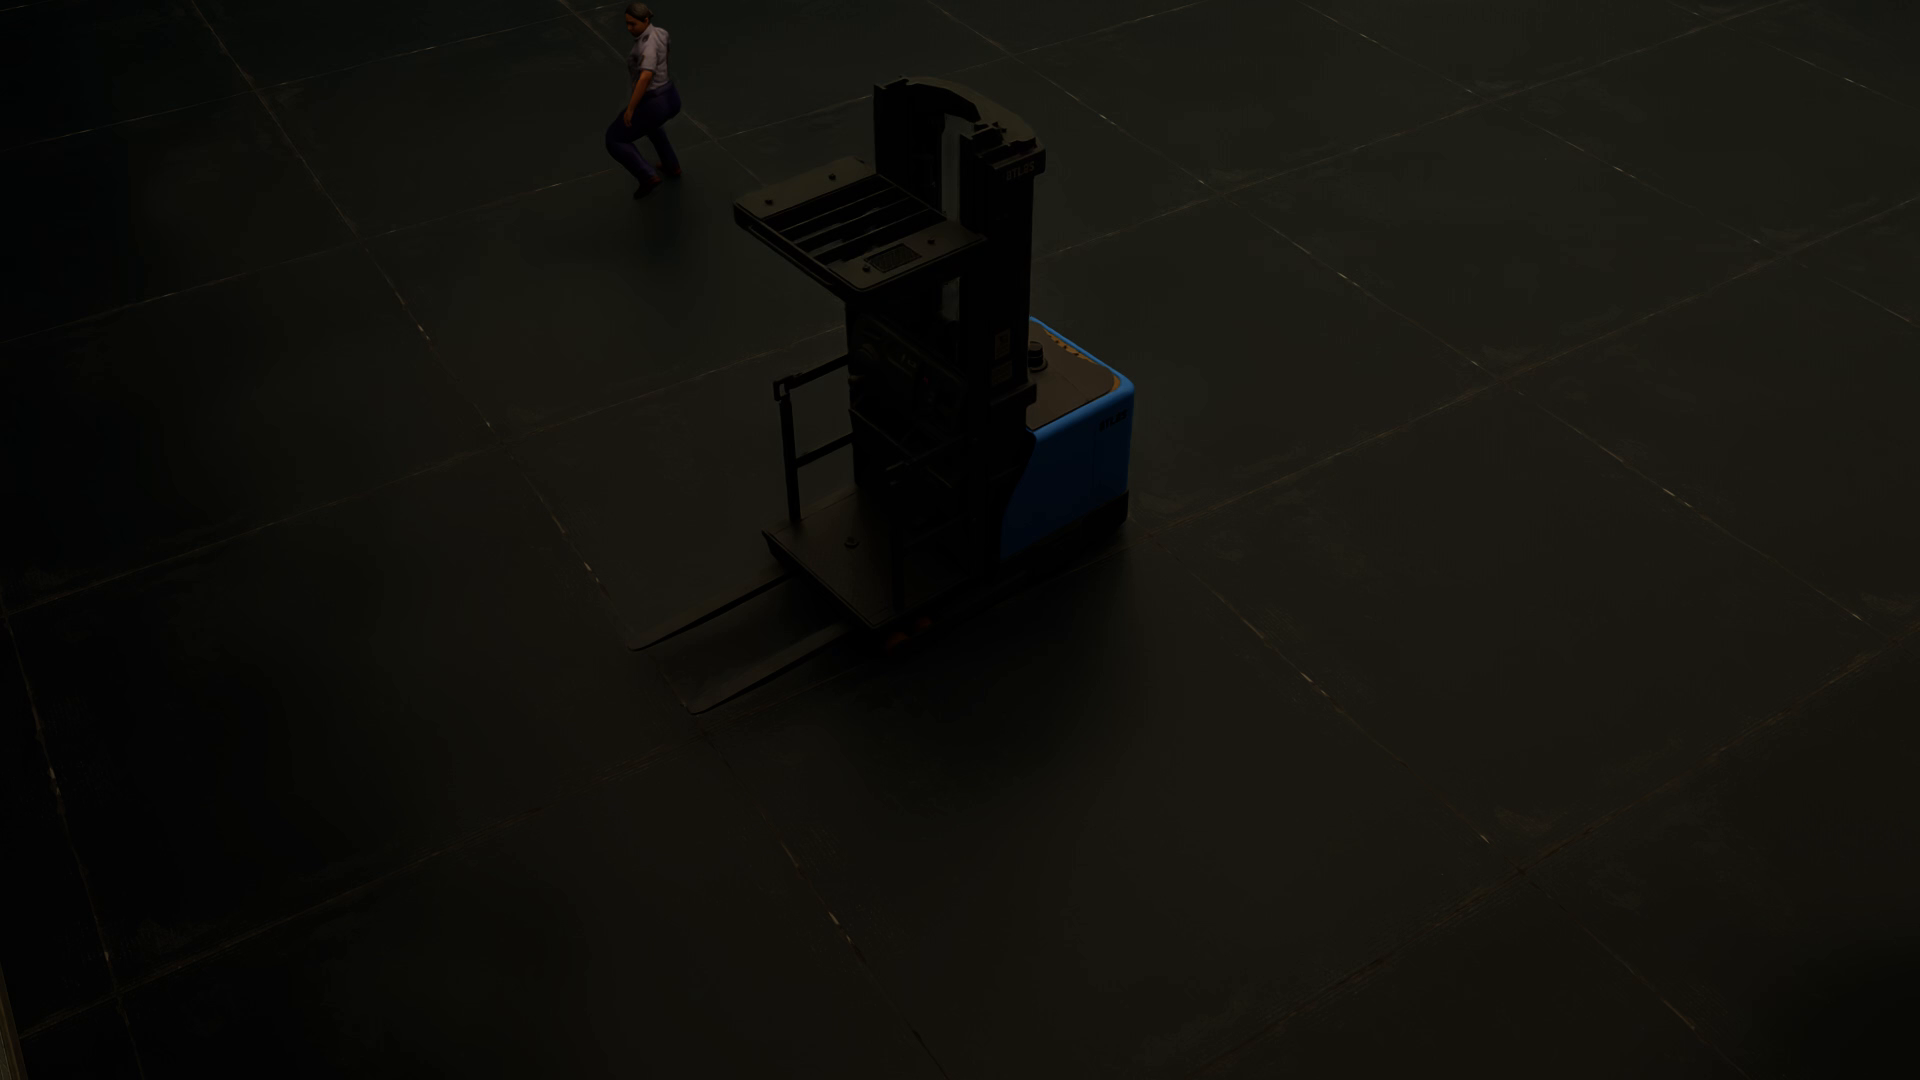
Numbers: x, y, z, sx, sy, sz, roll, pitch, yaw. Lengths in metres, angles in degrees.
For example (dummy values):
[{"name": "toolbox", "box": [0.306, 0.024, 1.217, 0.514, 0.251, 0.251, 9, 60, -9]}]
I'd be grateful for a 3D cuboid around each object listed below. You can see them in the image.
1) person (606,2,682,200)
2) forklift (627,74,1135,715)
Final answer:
[{"name": "person", "box": [-2.420, -3.424, 12.887, 0.488, 1.539, 0.959, 14, 43, 15]}, {"name": "forklift", "box": [-0.444, -0.821, 8.810, 3.031, 2.935, 1.130, -28, 48, -29]}]
